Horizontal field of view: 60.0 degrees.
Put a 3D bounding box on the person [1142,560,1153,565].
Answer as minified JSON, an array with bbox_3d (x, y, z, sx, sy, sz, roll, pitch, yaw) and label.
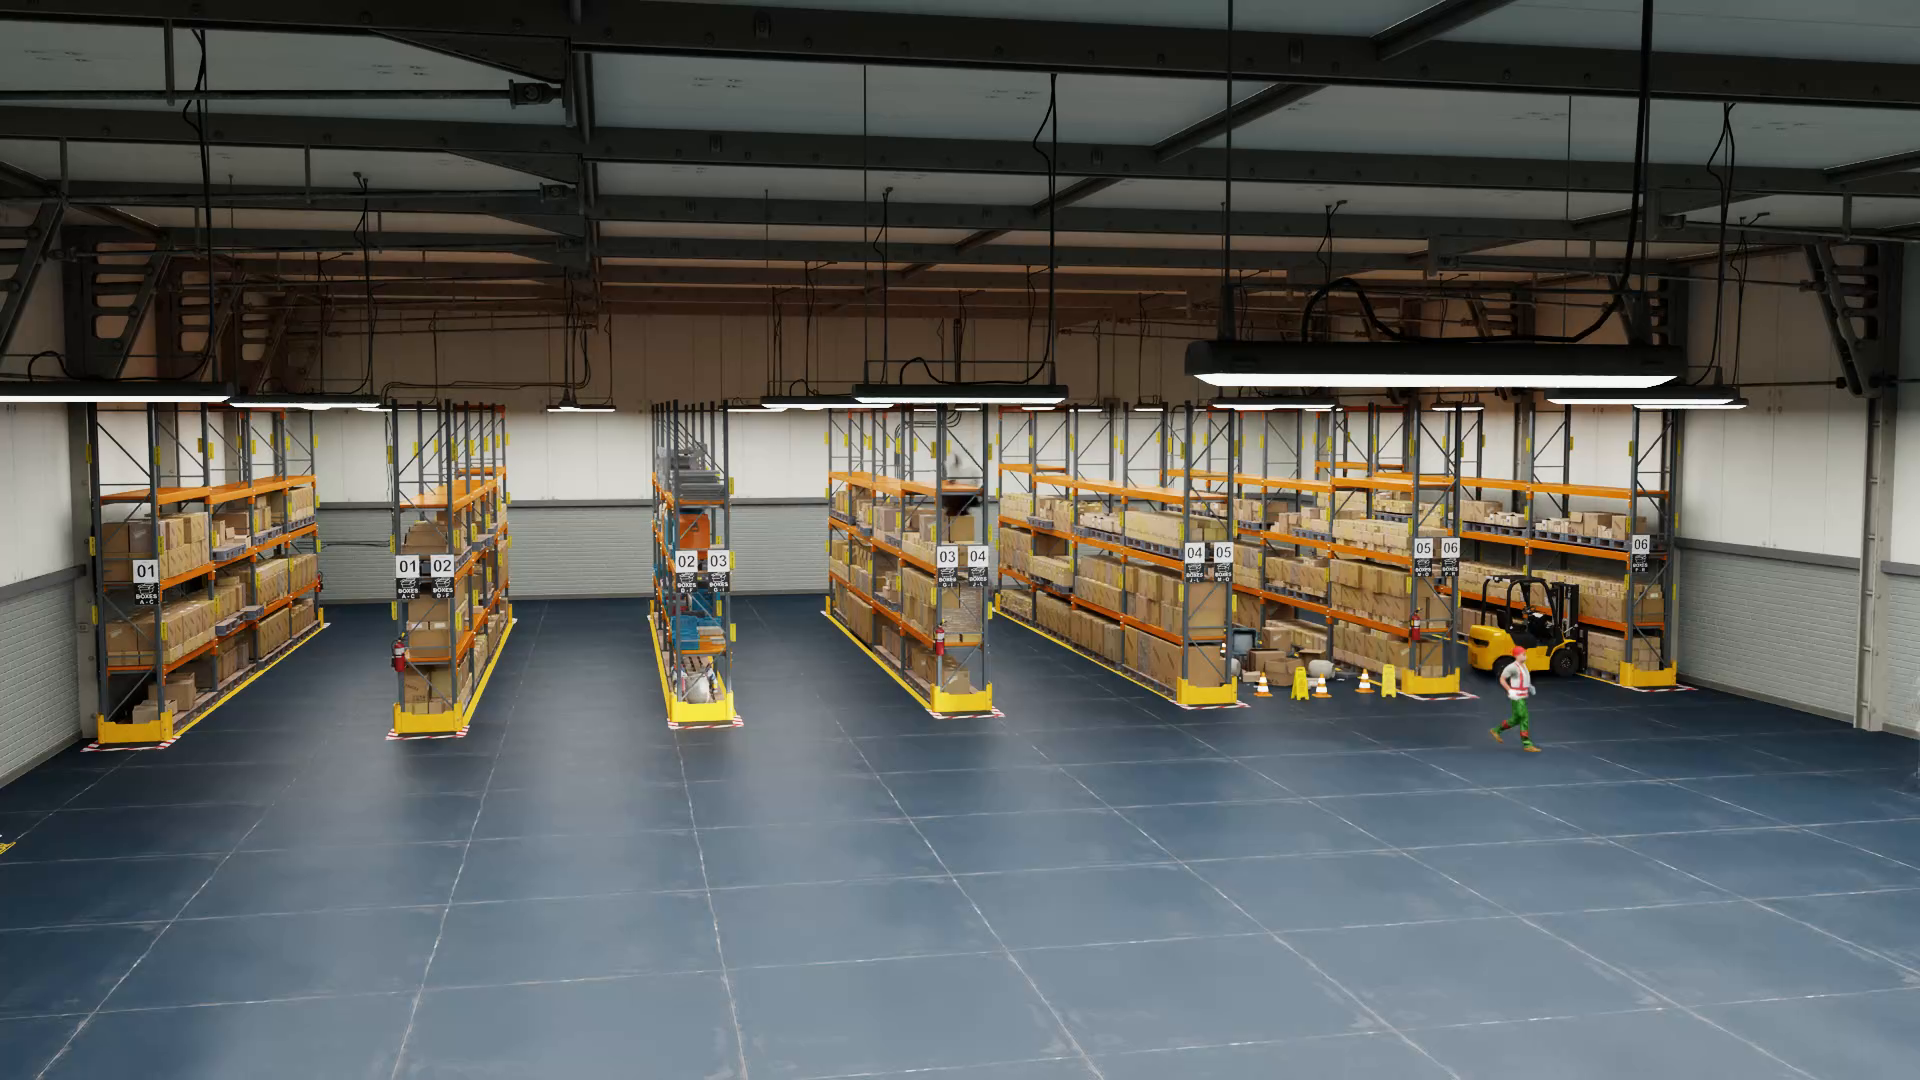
[{"bbox_3d":[5.730,1.077,51.004,0.505,1.631,0.712,0,4,5],"label":"person"}]

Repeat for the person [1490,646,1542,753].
[{"bbox_3d":[9.477,2.691,28.331,0.942,1.780,0.660,4,6,40],"label":"person"}]

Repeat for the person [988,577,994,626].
[{"bbox_3d":[0.665,1.566,45.195,0.575,1.556,0.653,-1,4,-15],"label":"person"}]
